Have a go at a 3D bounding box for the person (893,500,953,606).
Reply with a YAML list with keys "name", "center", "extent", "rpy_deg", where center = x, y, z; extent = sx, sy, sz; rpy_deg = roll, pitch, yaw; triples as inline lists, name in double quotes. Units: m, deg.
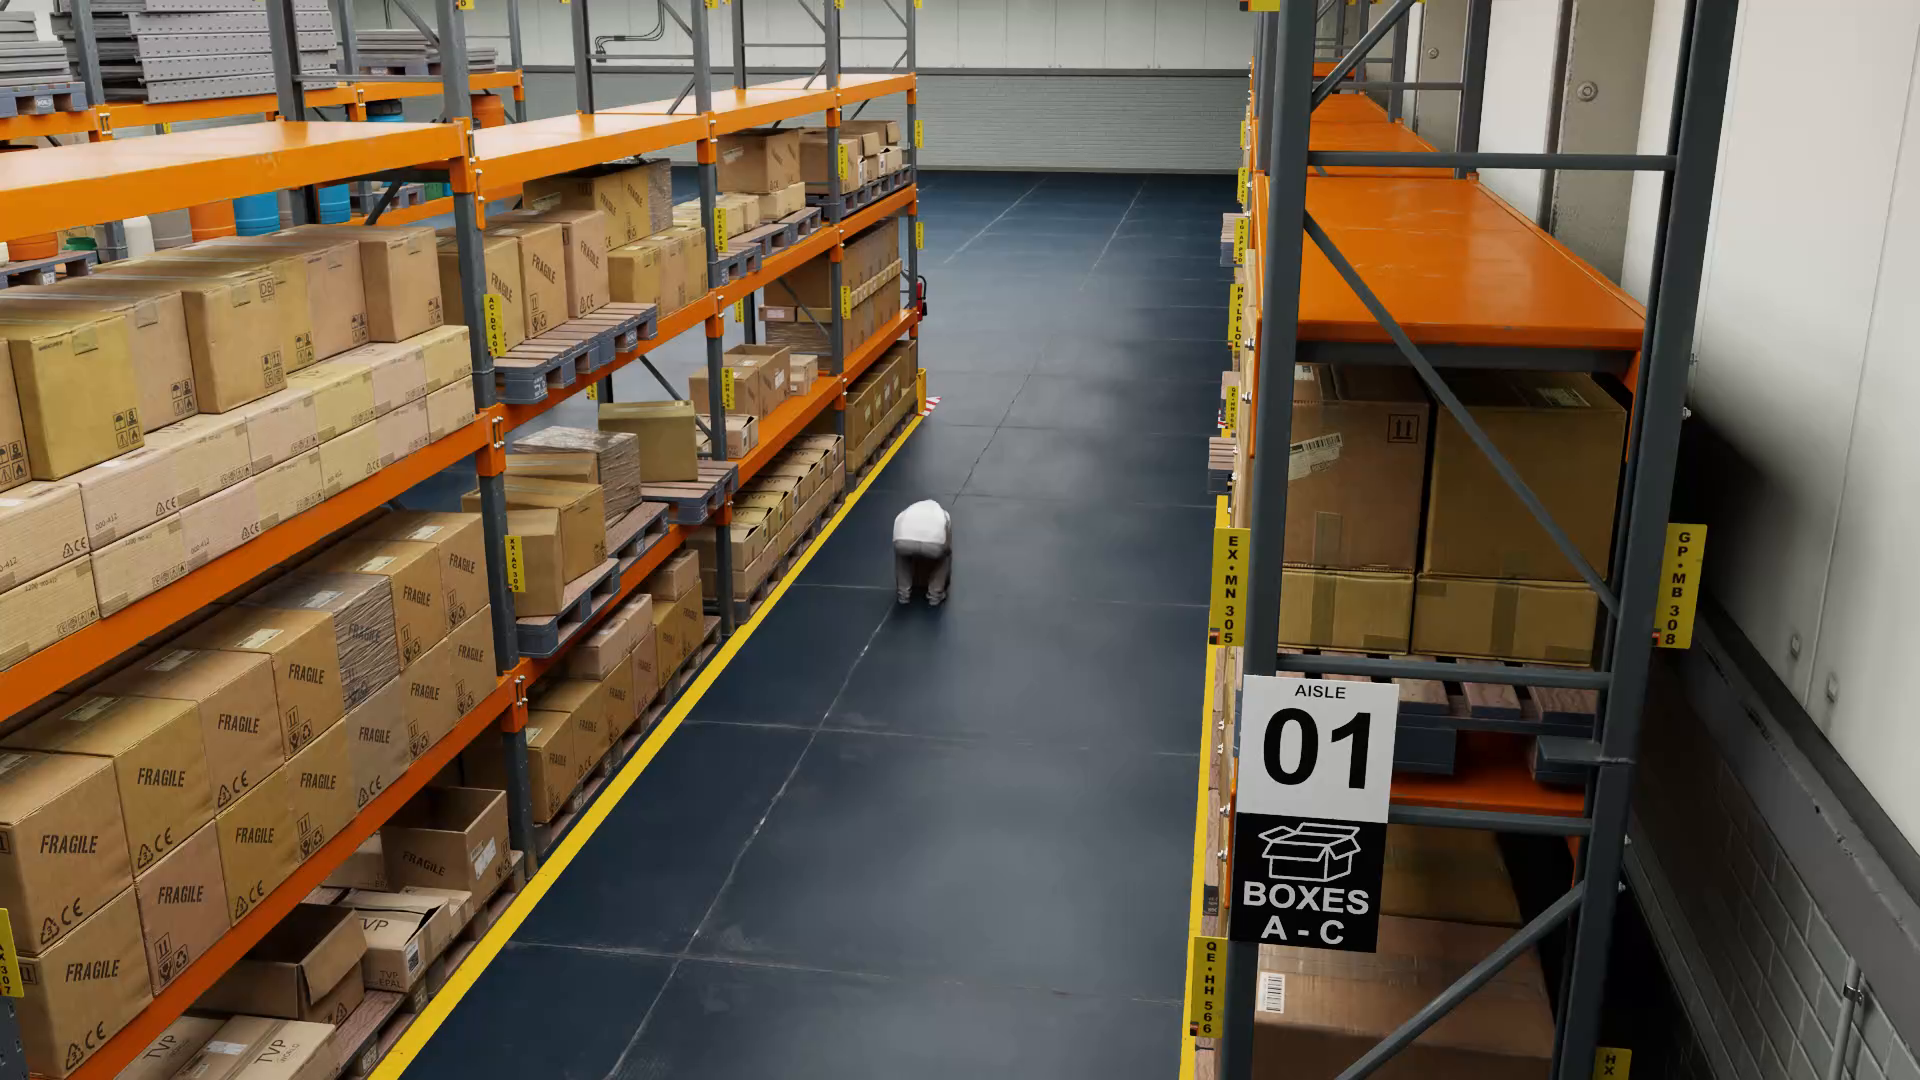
- name: "person"
  center: [-0.316, 0.068, 14.350]
  extent: [0.516, 0.861, 1.005]
  rpy_deg: [2, 18, 7]
